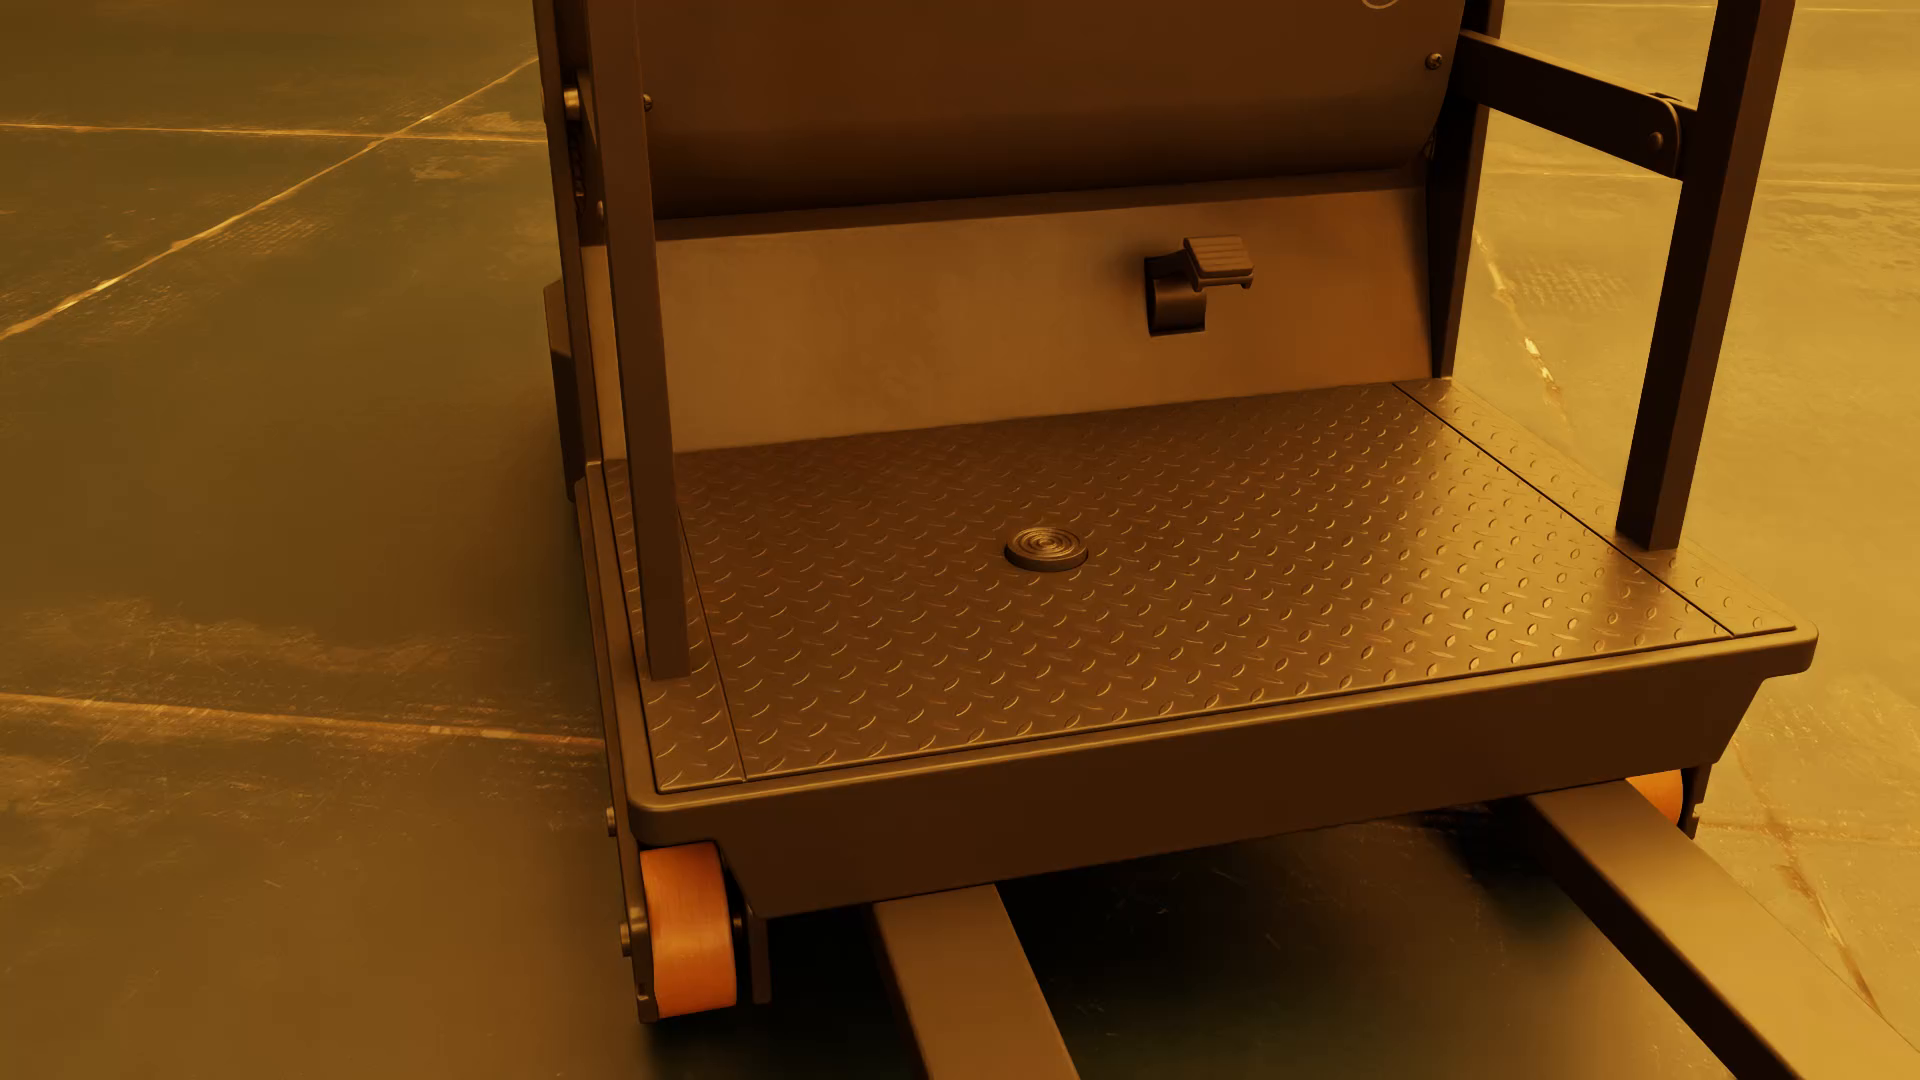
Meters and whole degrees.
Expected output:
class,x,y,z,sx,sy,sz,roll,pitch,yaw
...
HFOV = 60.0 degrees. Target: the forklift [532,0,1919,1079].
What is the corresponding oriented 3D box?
class,x,y,z,sx,sy,sz,roll,pitch,yaw
forklift,0.153,-1.049,1.319,1.130,2.935,3.031,-7,27,-13
